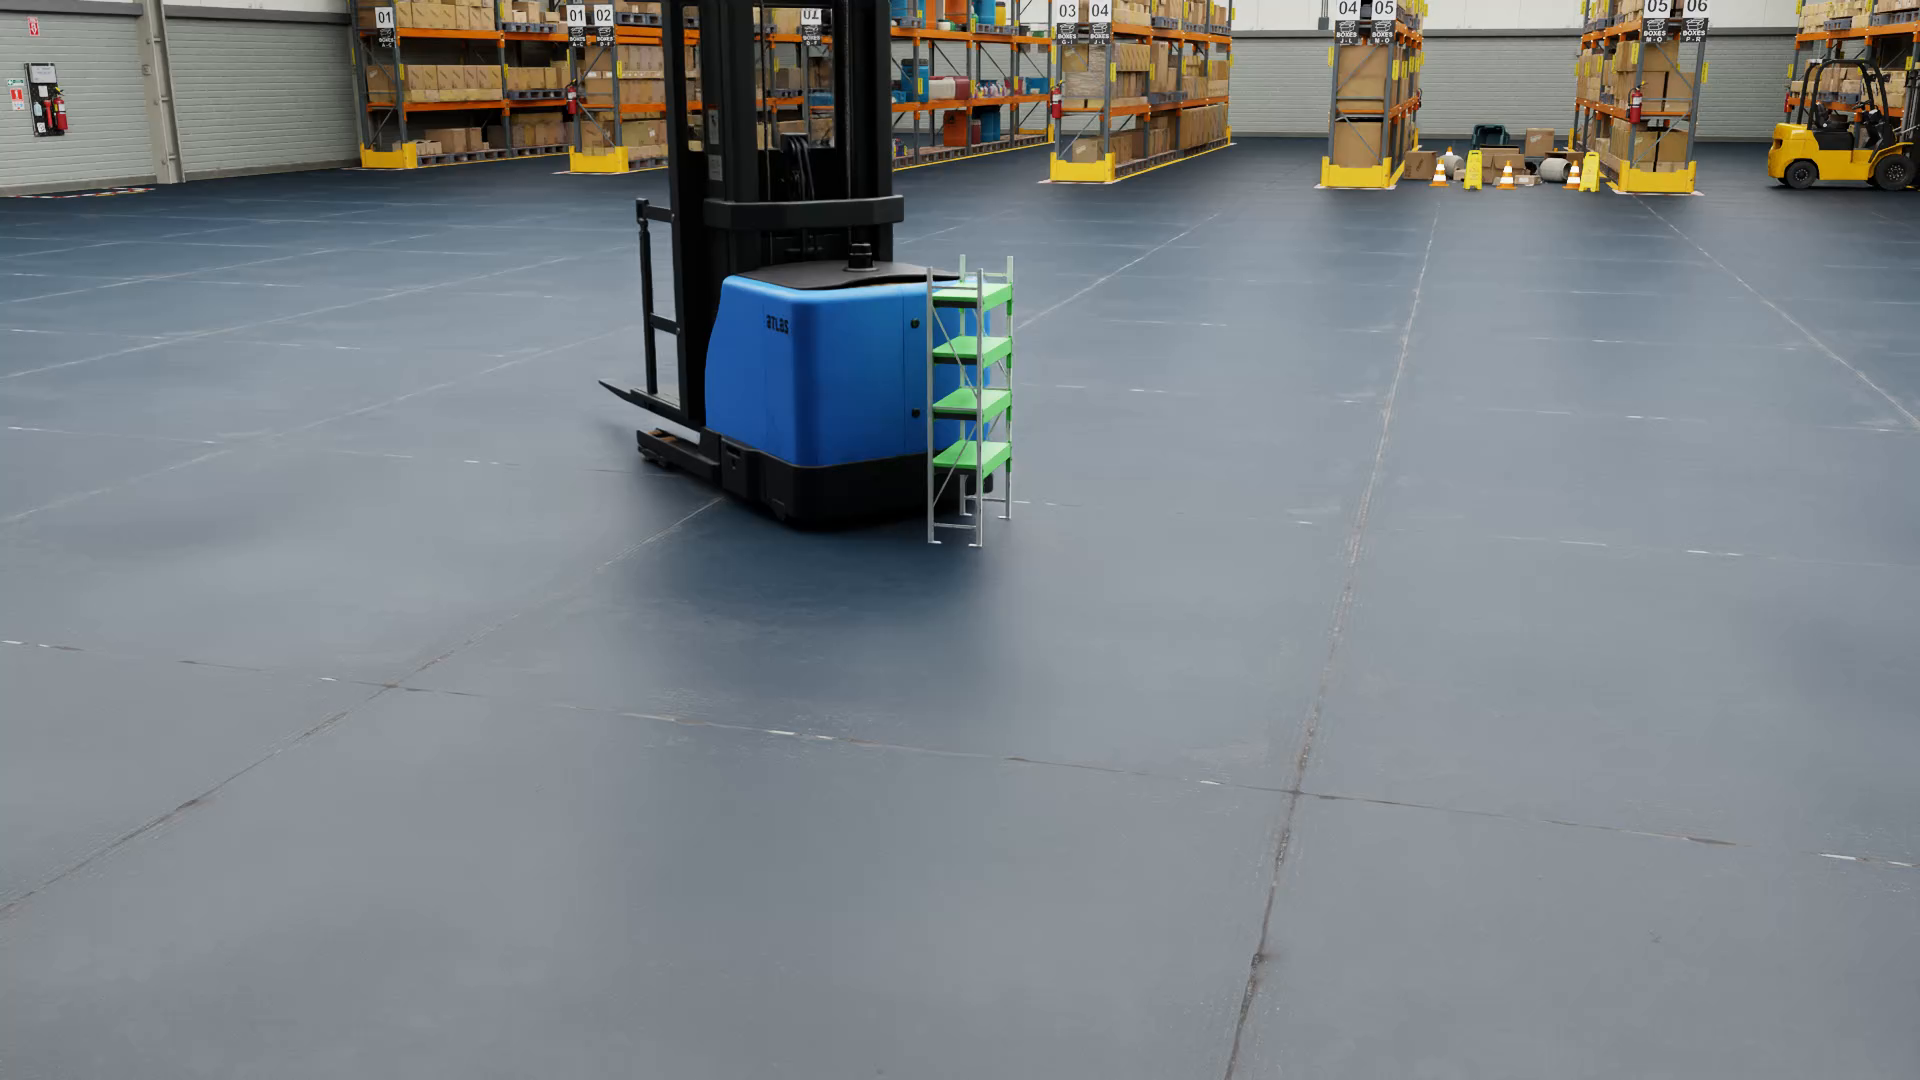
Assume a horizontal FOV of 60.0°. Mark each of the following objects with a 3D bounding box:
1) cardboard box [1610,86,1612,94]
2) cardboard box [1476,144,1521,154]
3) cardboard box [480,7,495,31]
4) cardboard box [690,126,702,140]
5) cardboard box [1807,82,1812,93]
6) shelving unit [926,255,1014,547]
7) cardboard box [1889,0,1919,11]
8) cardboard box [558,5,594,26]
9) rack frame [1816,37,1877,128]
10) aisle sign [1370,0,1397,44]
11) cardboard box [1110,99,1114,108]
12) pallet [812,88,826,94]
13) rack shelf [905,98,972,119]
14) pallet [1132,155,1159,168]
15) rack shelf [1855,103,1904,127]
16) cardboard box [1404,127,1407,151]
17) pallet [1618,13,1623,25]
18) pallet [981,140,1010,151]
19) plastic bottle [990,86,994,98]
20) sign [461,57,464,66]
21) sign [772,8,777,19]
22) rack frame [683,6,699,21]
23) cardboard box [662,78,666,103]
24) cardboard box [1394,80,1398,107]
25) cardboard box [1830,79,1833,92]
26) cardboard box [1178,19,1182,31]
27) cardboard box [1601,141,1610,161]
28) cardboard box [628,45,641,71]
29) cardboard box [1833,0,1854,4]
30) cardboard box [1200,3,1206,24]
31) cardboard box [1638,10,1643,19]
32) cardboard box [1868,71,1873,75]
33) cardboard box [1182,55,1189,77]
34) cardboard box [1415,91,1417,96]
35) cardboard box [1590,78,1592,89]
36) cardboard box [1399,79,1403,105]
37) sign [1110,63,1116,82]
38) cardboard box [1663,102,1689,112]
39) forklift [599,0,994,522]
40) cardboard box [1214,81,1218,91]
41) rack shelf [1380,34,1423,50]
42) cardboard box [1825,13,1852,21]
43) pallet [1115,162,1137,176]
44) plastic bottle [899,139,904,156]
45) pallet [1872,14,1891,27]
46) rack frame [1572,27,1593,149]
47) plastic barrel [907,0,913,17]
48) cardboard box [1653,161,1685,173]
[{"bbox_3d":[12.967,-8.819,32.617,0.380,0.149,0.250,5,17,16],"label":"cardboard box"},{"bbox_3d":[10.078,-7.096,31.178,0.797,0.637,0.503,5,16,16],"label":"cardboard box"},{"bbox_3d":[-10.771,-11.647,37.179,0.500,0.500,0.500,5,17,17],"label":"cardboard box"},{"bbox_3d":[-5.757,-9.153,37.344,0.500,0.311,0.500,5,16,16],"label":"cardboard box"},{"bbox_3d":[20.112,-10.571,38.832,0.500,0.250,0.500,5,16,15],"label":"cardboard box"},{"bbox_3d":[0.047,-0.621,7.318,0.258,1.200,0.503,5,16,16],"label":"shelving unit"},{"bbox_3d":[18.053,-10.344,31.670,0.500,0.500,0.500,5,17,17],"label":"cardboard box"},{"bbox_3d":[-9.647,-13.177,41.801,0.700,0.500,0.500,3,16,12],"label":"cardboard box"},{"bbox_3d":[19.919,-10.087,37.394,1.000,3.000,0.127,5,16,16],"label":"rack frame"},{"bbox_3d":[7.241,-8.897,28.437,0.394,0.787,0.004,5,16,16],"label":"aisle sign"},{"bbox_3d":[2.646,-8.099,30.845,0.380,0.149,0.250,5,16,16],"label":"cardboard box"},{"bbox_3d":[-4.171,-11.715,43.487,1.003,0.211,1.213,5,16,16],"label":"pallet"},{"bbox_3d":[-0.796,-9.707,37.375,1.077,0.370,4.000,5,16,16],"label":"rack shelf"},{"bbox_3d":[3.604,-8.008,35.177,1.003,0.211,1.213,5,16,16],"label":"pallet"},{"bbox_3d":[18.214,-8.171,31.957,1.077,0.370,4.000,5,16,16],"label":"rack shelf"},{"bbox_3d":[9.833,-9.078,37.649,0.500,0.500,0.500,5,17,17],"label":"cardboard box"},{"bbox_3d":[13.163,-9.883,31.525,1.213,0.211,1.003,5,16,16],"label":"pallet"},{"bbox_3d":[0.649,-10.083,42.491,1.003,0.211,1.213,5,16,16],"label":"pallet"},{"bbox_3d":[0.755,-11.112,41.236,0.152,0.276,0.135,5,16,16],"label":"plastic bottle"},{"bbox_3d":[-11.397,-10.897,38.131,0.100,0.325,0.005,5,16,16],"label":"sign"},{"bbox_3d":[-4.446,-12.646,39.829,0.100,0.325,0.005,5,16,16],"label":"sign"},{"bbox_3d":[-6.113,-12.801,35.971,1.000,3.000,0.127,5,16,16],"label":"rack frame"},{"bbox_3d":[-6.523,-9.577,35.415,0.700,0.500,0.500,5,17,17],"label":"cardboard box"},{"bbox_3d":[7.883,-8.564,31.751,0.875,0.550,0.550,5,16,16],"label":"cardboard box"},{"bbox_3d":[19.156,-9.890,36.178,0.396,0.266,0.258,5,17,19],"label":"cardboard box"},{"bbox_3d":[4.621,-11.420,36.873,0.500,0.250,0.500,5,16,16],"label":"cardboard box"},{"bbox_3d":[13.429,-7.823,33.460,0.950,0.372,0.625,5,17,18],"label":"cardboard box"},{"bbox_3d":[-6.945,-9.814,33.872,0.700,0.500,0.500,4,16,14],"label":"cardboard box"},{"bbox_3d":[19.499,-11.950,36.668,0.396,0.266,0.258,4,16,15],"label":"cardboard box"},{"bbox_3d":[5.822,-13.190,41.701,0.700,0.500,0.500,4,16,13],"label":"cardboard box"},{"bbox_3d":[11.621,-8.836,27.948,0.380,0.149,0.250,5,17,16],"label":"cardboard box"},{"bbox_3d":[18.335,-9.270,33.142,0.380,0.149,0.250,5,17,17],"label":"cardboard box"},{"bbox_3d":[4.932,-11.084,38.887,0.797,0.503,0.637,5,17,17],"label":"cardboard box"},{"bbox_3d":[11.699,-11.646,43.353,0.380,0.149,0.250,5,16,16],"label":"cardboard box"},{"bbox_3d":[14.473,-10.277,37.424,0.500,0.250,0.500,5,17,17],"label":"cardboard box"},{"bbox_3d":[8.518,-8.900,33.026,0.500,0.500,0.500,5,17,16],"label":"cardboard box"},{"bbox_3d":[2.767,-8.474,30.122,0.100,0.325,0.005,5,16,16],"label":"sign"},{"bbox_3d":[12.044,-7.283,27.970,0.380,0.149,0.250,5,16,16],"label":"cardboard box"},{"bbox_3d":[-1.053,-1.844,8.458,1.130,2.935,3.031,-10,19,-31],"label":"forklift"},{"bbox_3d":[6.330,-11.678,42.735,0.500,0.250,0.500,5,17,17],"label":"cardboard box"},{"bbox_3d":[10.952,-12.448,41.541,1.077,0.370,4.000,5,16,16],"label":"rack shelf"},{"bbox_3d":[19.816,-11.746,37.478,0.500,0.250,0.500,5,16,16],"label":"cardboard box"},{"bbox_3d":[2.882,-7.306,32.700,1.003,0.211,1.213,5,16,16],"label":"pallet"},{"bbox_3d":[-1.272,-8.277,35.060,0.144,0.351,0.185,4,16,14],"label":"plastic bottle"},{"bbox_3d":[18.675,-10.208,32.670,1.213,0.211,1.003,5,17,18],"label":"pallet"},{"bbox_3d":[16.296,-11.517,42.437,1.000,3.000,0.127,5,16,16],"label":"rack frame"},{"bbox_3d":[-1.243,-11.535,36.086,0.600,0.901,0.600,0,16,0],"label":"plastic barrel"},{"bbox_3d":[12.243,-6.400,28.665,0.500,0.250,0.500,4,16,15],"label":"cardboard box"}]
